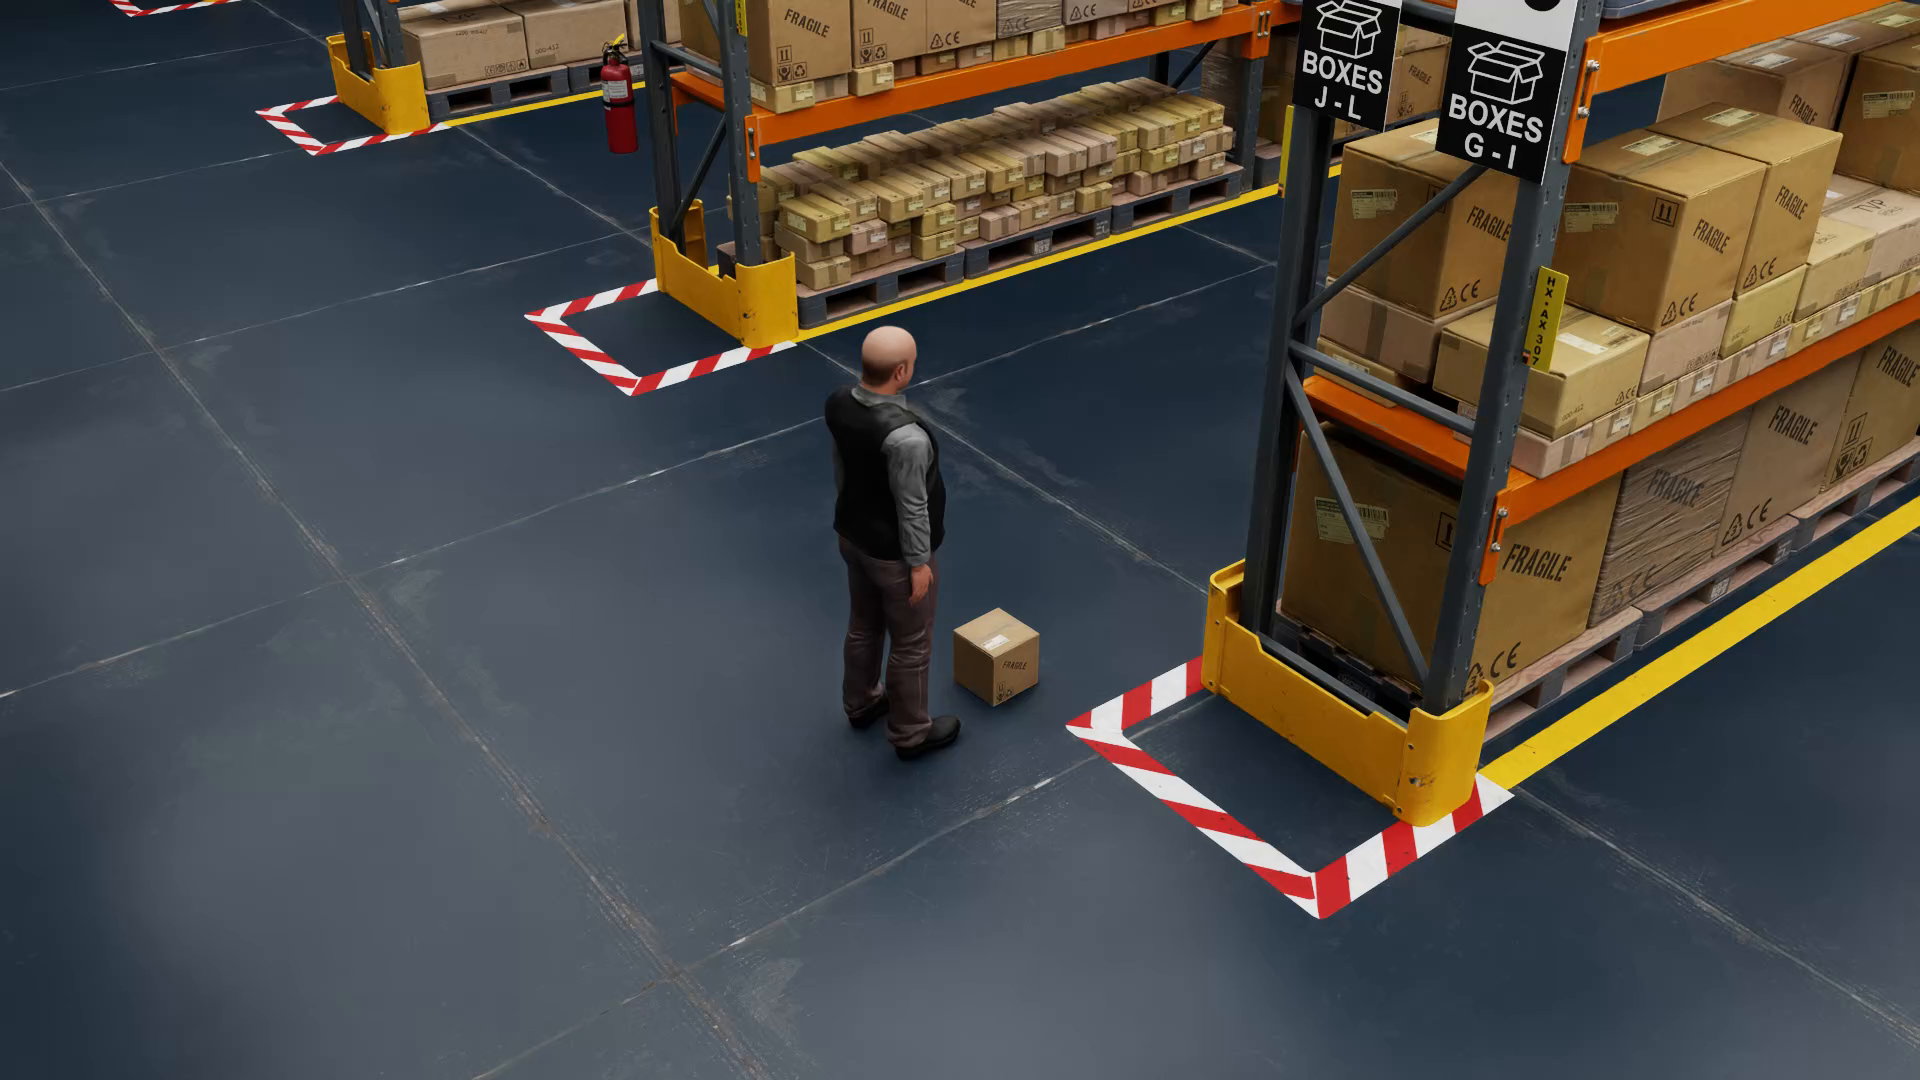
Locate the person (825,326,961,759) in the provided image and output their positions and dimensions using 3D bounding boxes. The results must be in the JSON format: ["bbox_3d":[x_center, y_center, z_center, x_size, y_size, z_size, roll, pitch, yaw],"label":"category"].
[{"bbox_3d":[-0.251,0.002,6.137,0.381,1.720,0.539,-21,38,-30],"label":"person"}]
